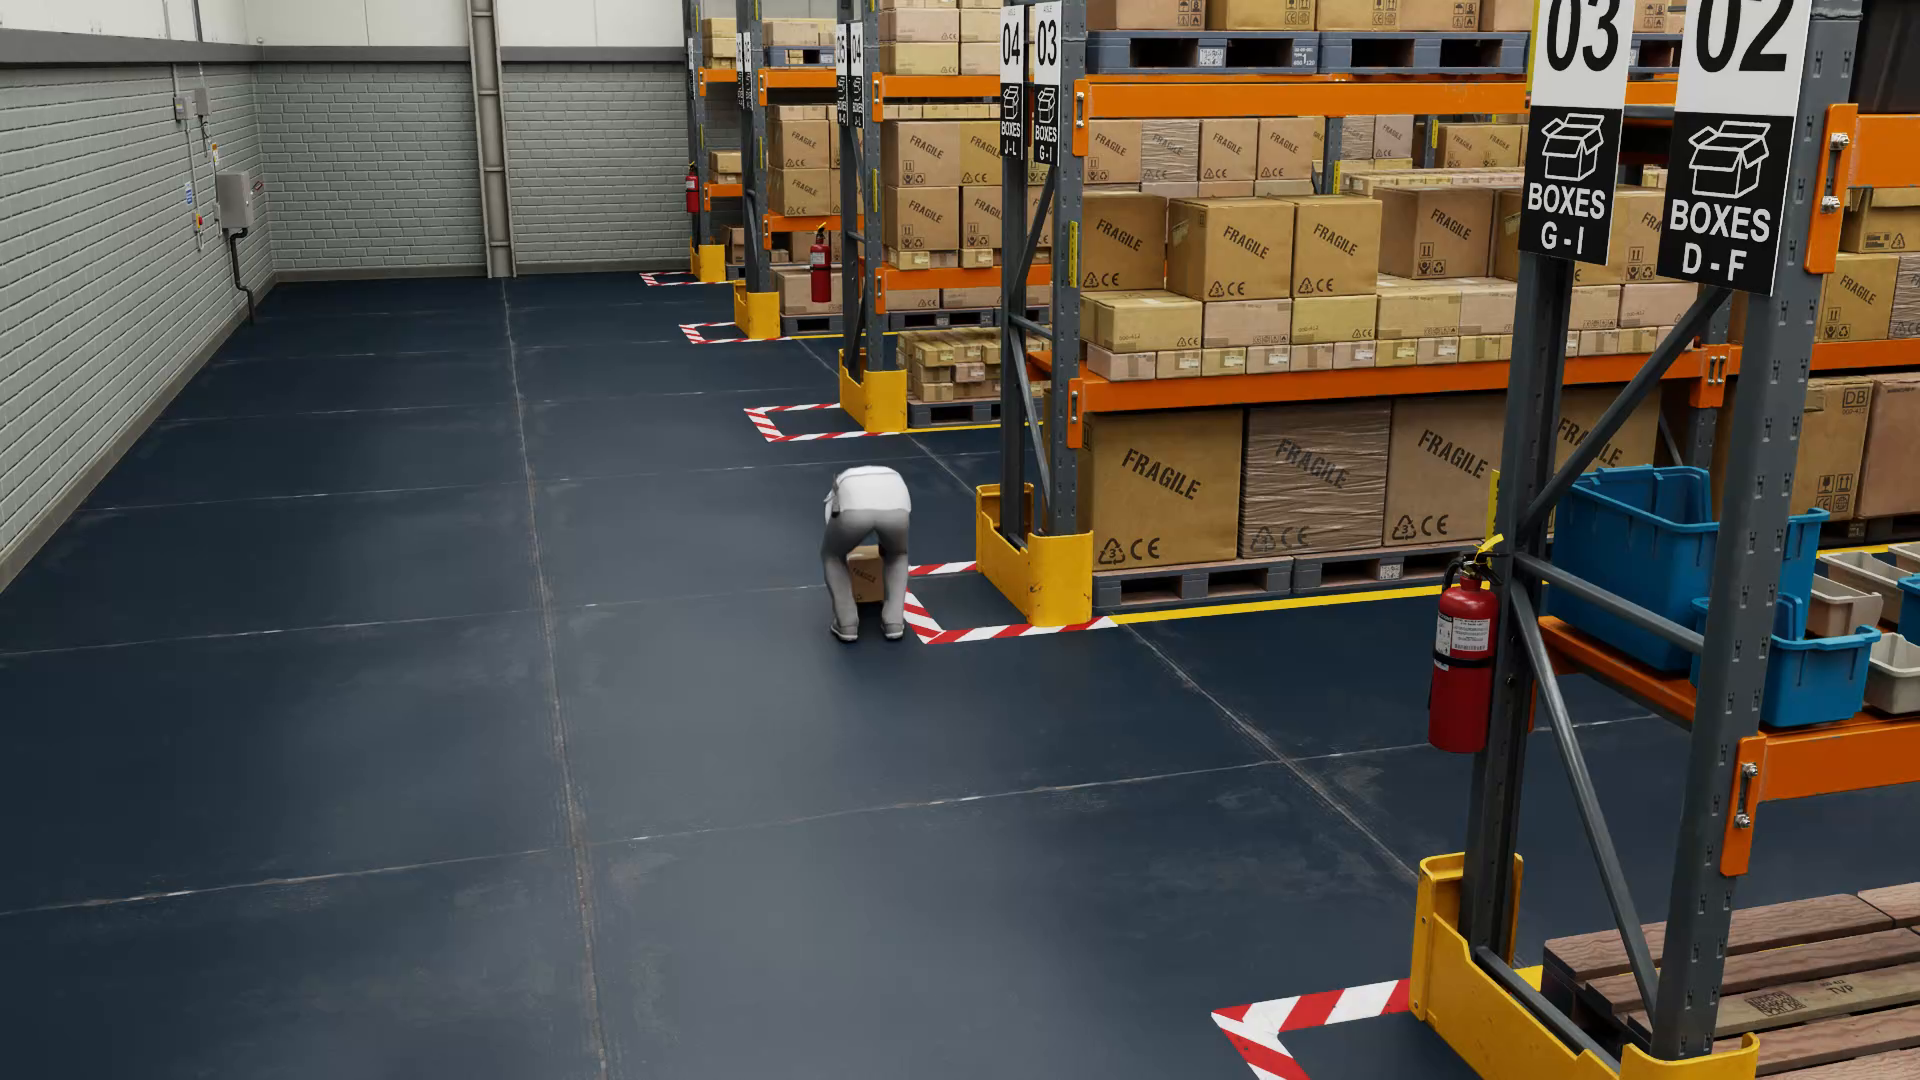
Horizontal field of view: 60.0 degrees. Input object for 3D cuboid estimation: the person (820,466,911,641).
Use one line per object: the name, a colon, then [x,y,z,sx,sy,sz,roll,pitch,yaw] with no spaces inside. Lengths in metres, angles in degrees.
person: [-0.513,0.018,8.834,0.465,0.907,0.904,-3,16,-11]
